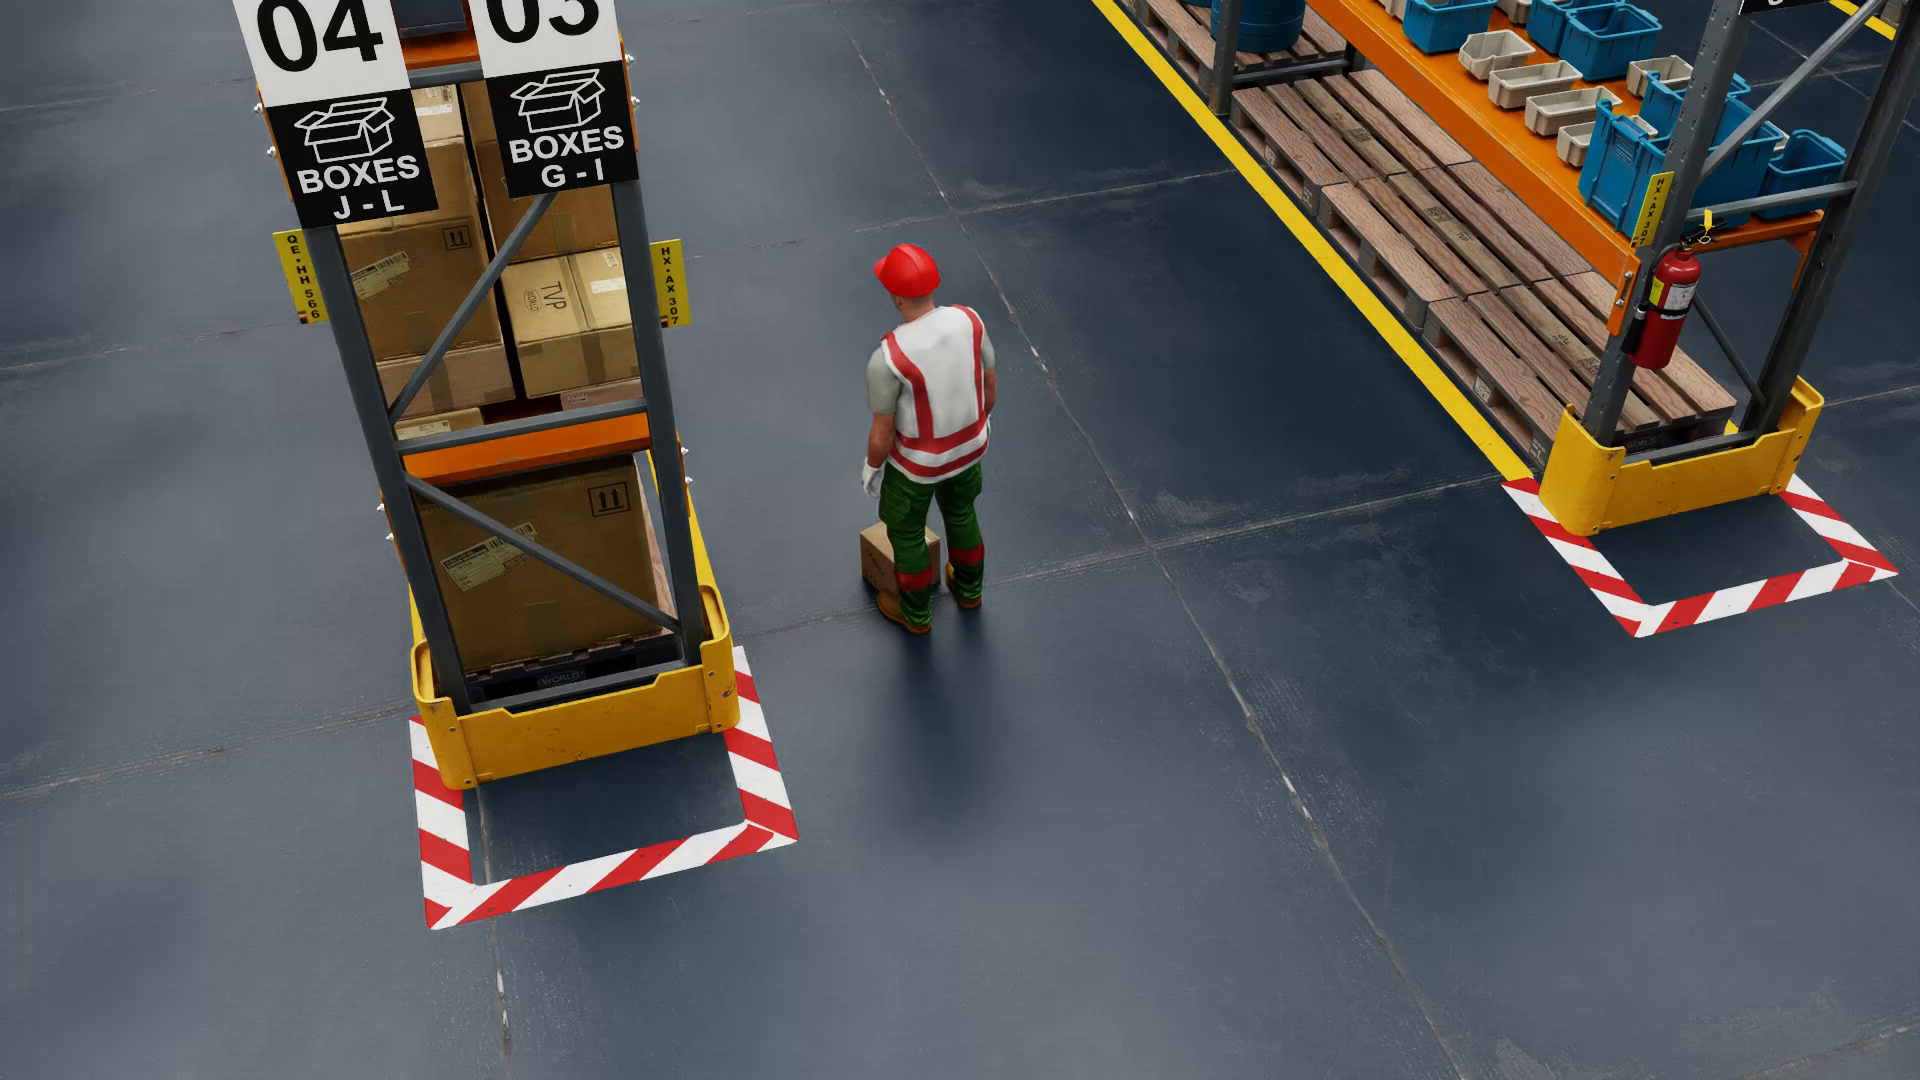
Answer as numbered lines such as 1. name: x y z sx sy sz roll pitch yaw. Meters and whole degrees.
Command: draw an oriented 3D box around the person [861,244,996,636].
1. person: -0.126 -0.368 6.559 0.610 1.778 0.449 -25 48 -25
